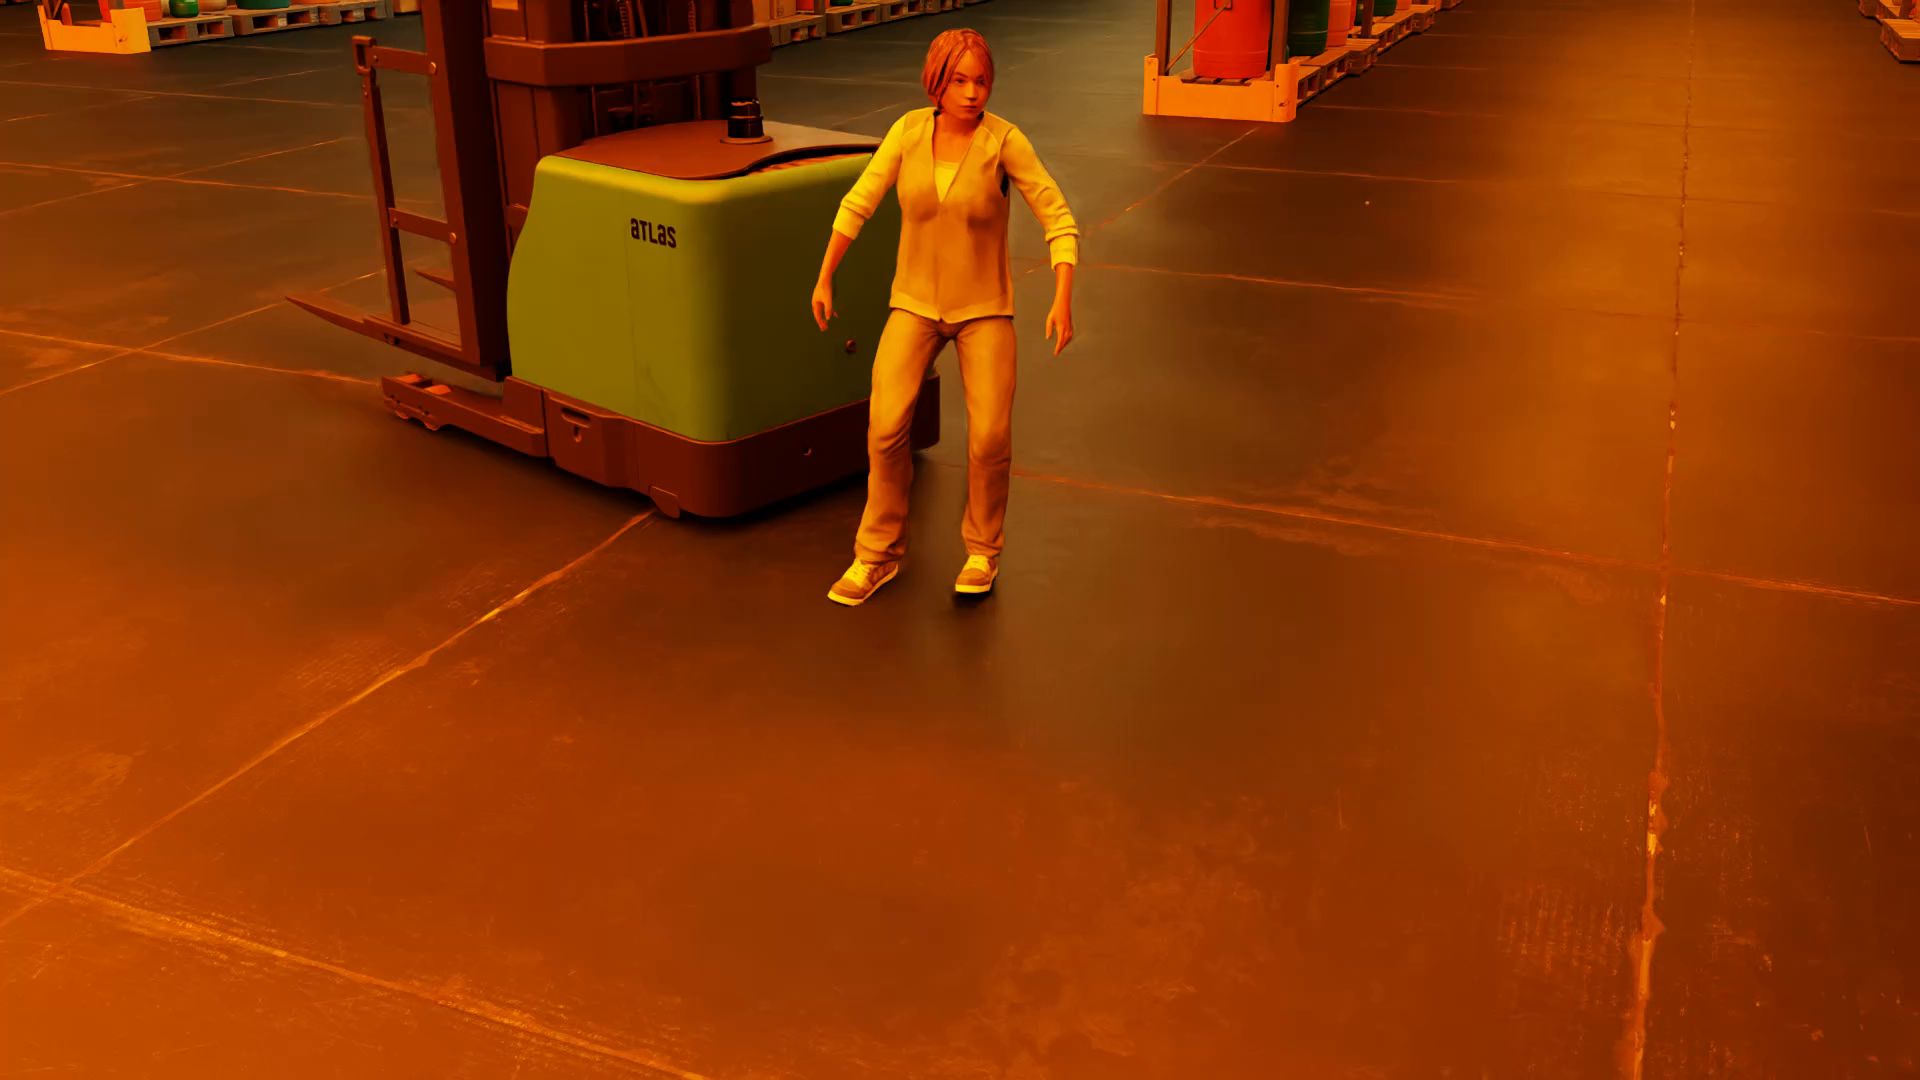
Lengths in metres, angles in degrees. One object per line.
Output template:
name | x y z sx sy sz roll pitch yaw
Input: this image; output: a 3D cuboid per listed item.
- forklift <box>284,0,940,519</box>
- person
forklift | -1.498 -1.880 5.789 3.031 2.935 1.130 19 30 38
person | -0.057 -0.587 4.529 0.751 1.543 0.516 4 23 10
